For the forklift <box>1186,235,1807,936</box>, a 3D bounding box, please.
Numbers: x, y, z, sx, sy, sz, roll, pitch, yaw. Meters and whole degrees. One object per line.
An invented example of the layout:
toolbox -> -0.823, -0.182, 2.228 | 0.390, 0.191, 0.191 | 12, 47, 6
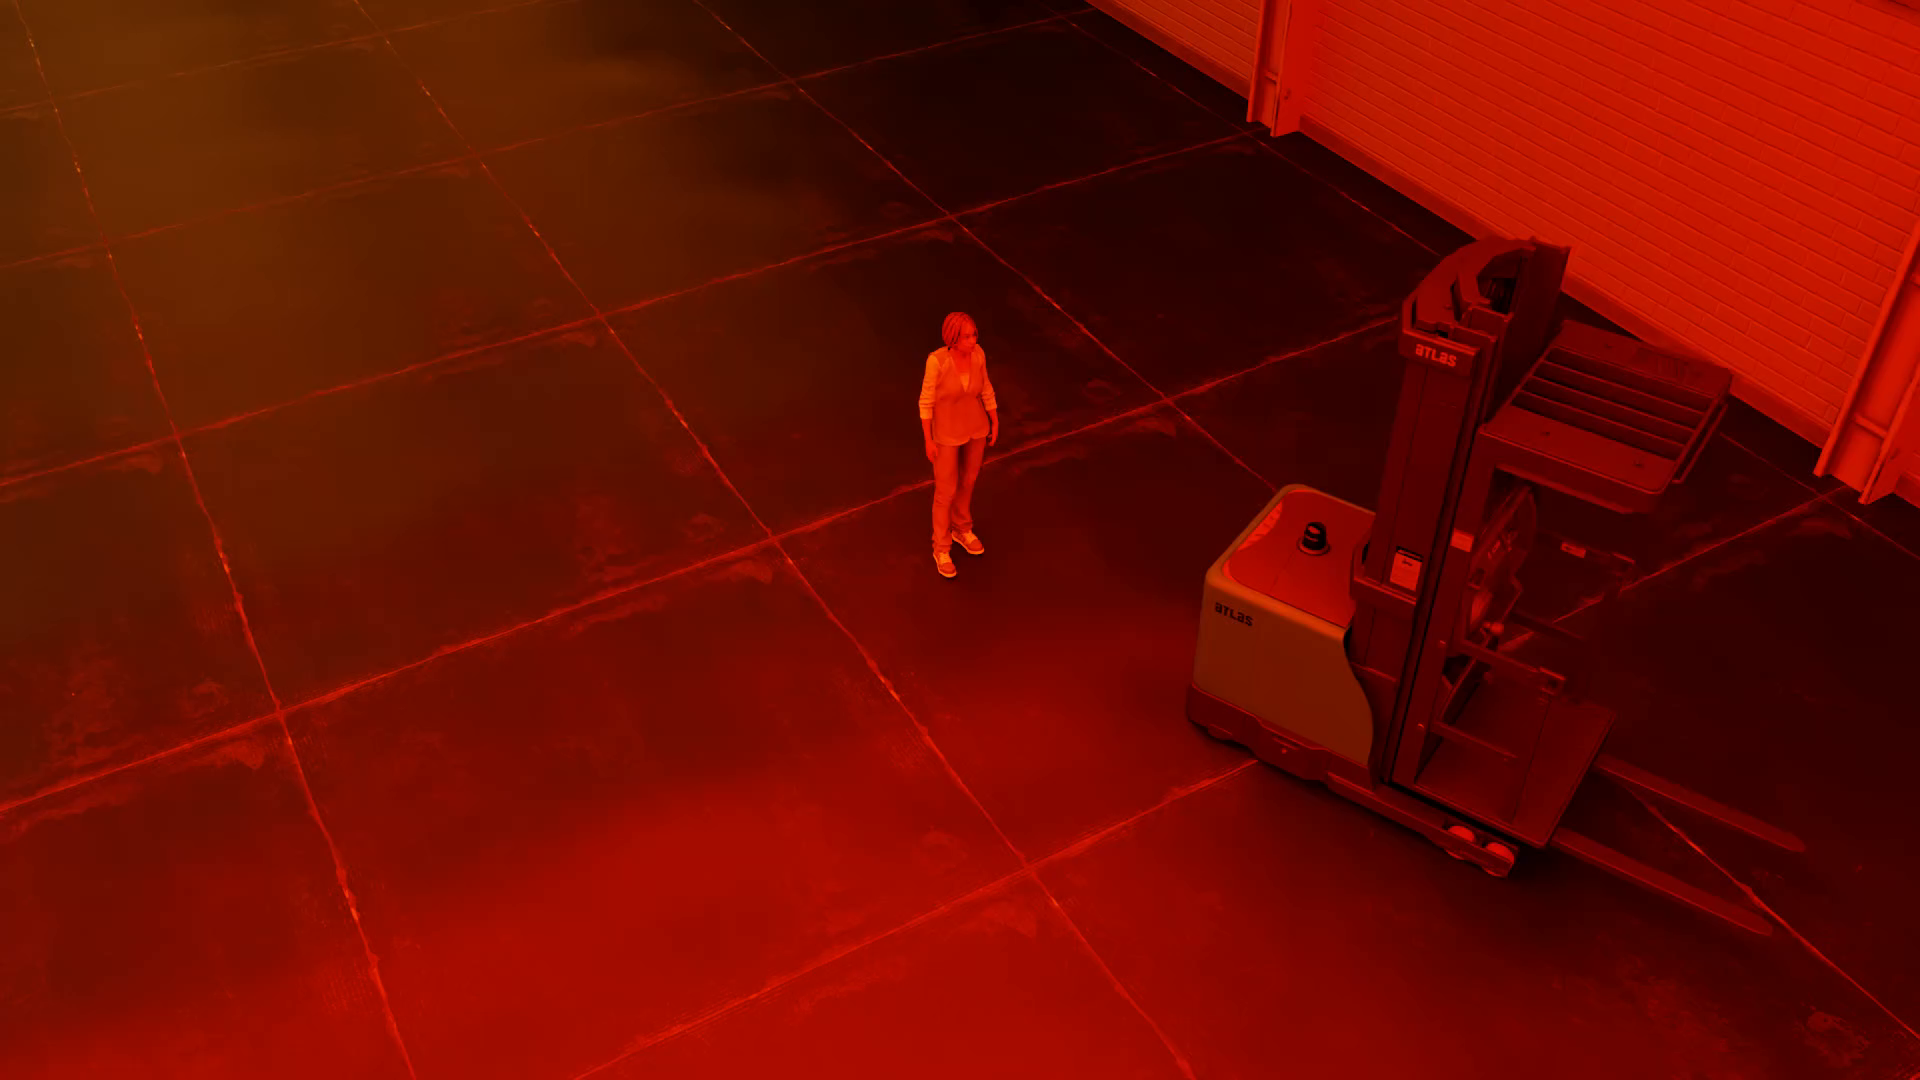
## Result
forklift -> 2.734, 0.161, 7.842 | 3.031, 2.935, 1.130 | 24, 45, 26

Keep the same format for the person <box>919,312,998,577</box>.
person -> 0.026, -0.574, 9.763 | 0.521, 1.599, 0.473 | -20, 44, -23
